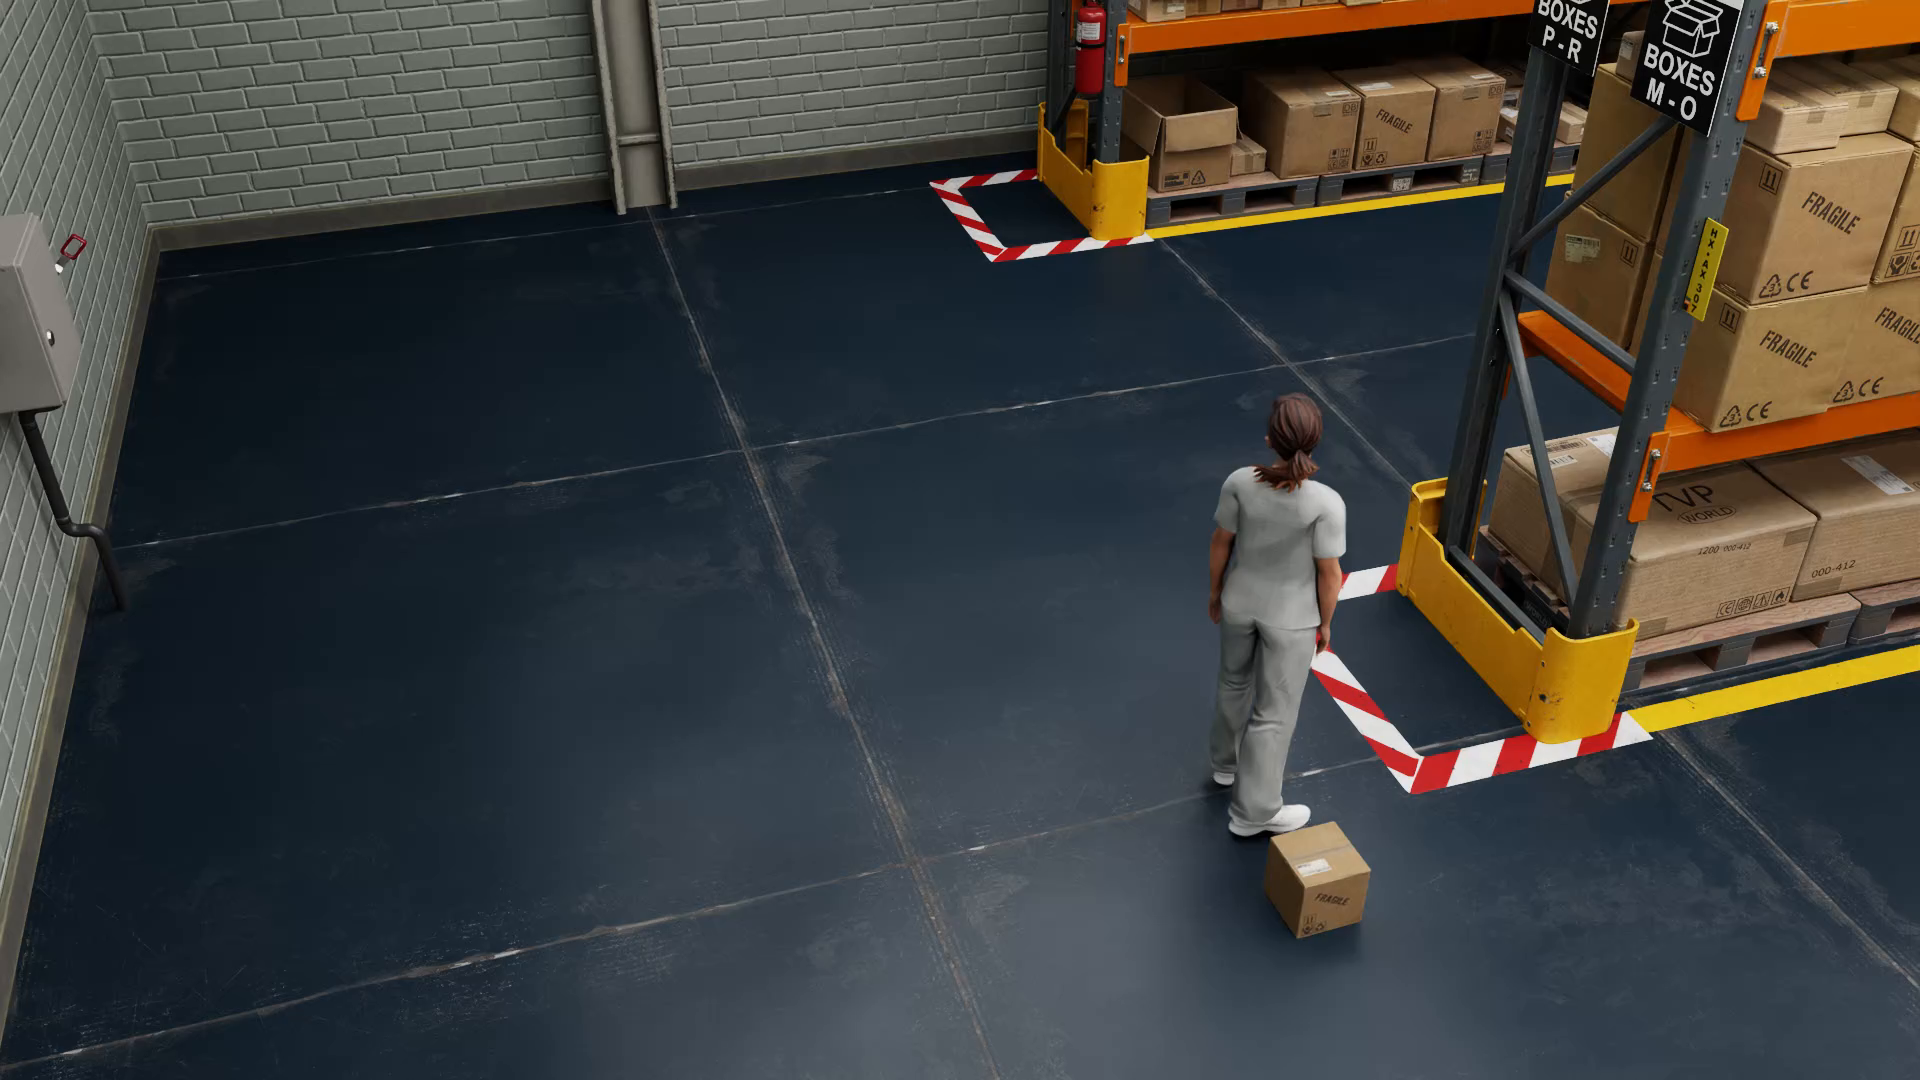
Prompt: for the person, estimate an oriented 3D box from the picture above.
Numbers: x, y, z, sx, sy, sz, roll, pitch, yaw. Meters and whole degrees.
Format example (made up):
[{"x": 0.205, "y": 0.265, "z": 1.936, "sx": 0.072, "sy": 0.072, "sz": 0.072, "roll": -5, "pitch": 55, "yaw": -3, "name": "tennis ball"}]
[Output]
[{"x": 1.087, "y": 0.254, "z": 5.742, "sx": 0.498, "sy": 1.670, "sz": 0.514, "roll": 22, "pitch": 40, "yaw": 29, "name": "person"}]
